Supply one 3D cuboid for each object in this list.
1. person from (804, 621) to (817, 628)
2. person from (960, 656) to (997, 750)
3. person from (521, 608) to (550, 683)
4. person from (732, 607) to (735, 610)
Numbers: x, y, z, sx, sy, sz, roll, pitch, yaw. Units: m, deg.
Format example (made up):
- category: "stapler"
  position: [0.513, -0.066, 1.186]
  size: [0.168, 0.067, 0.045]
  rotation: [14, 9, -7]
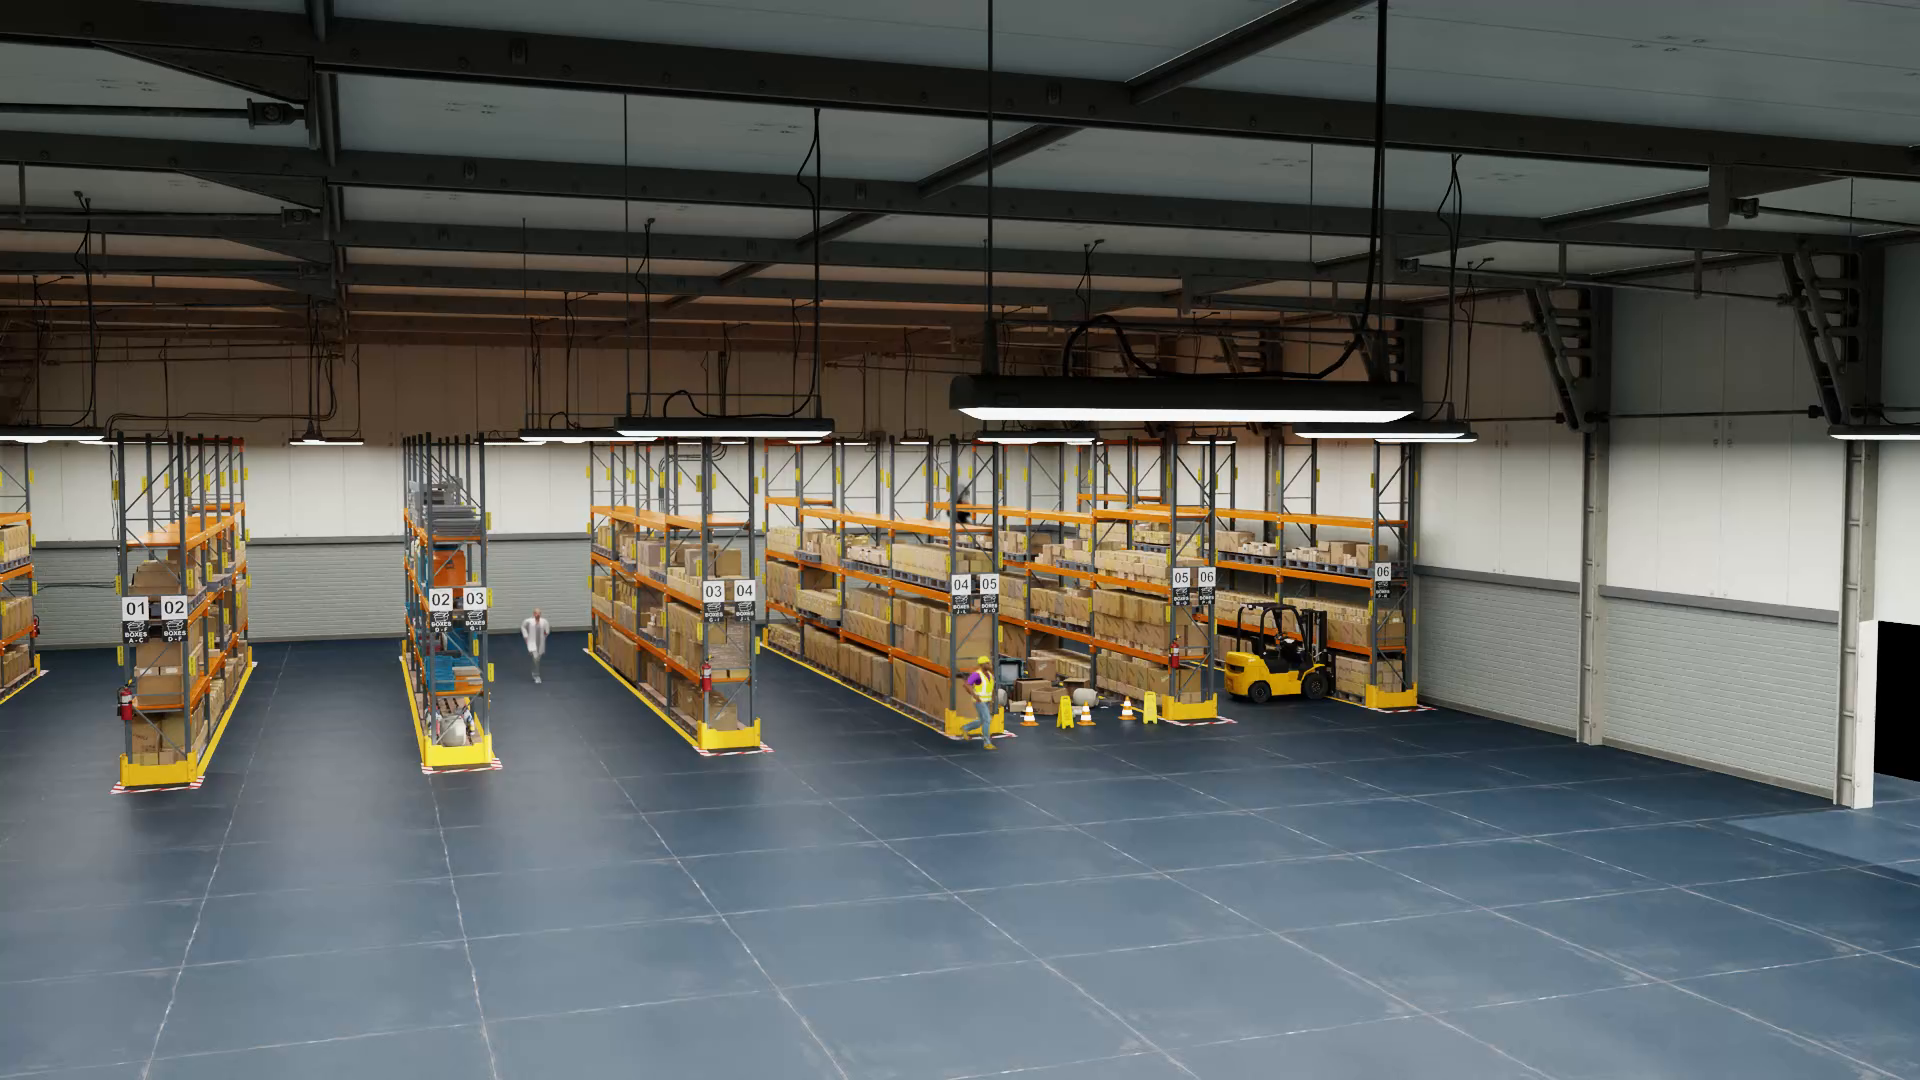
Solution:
- category: "person"
  position: [-4.507, 2.199, 49.509]
  size: [0.539, 1.566, 0.637]
  rotation: [2, 4, 29]
- category: "person"
  position: [0.388, 3.096, 31.868]
  size: [0.883, 1.763, 0.729]
  rotation: [2, 4, 31]
- category: "person"
  position: [-10.397, 2.586, 40.812]
  size: [0.623, 1.834, 0.965]
  rotation: [-2, 4, -35]
- category: "person"
  position: [-6.844, 2.182, 47.863]
  size: [0.741, 1.754, 0.908]
  rotation: [1, 3, 11]
